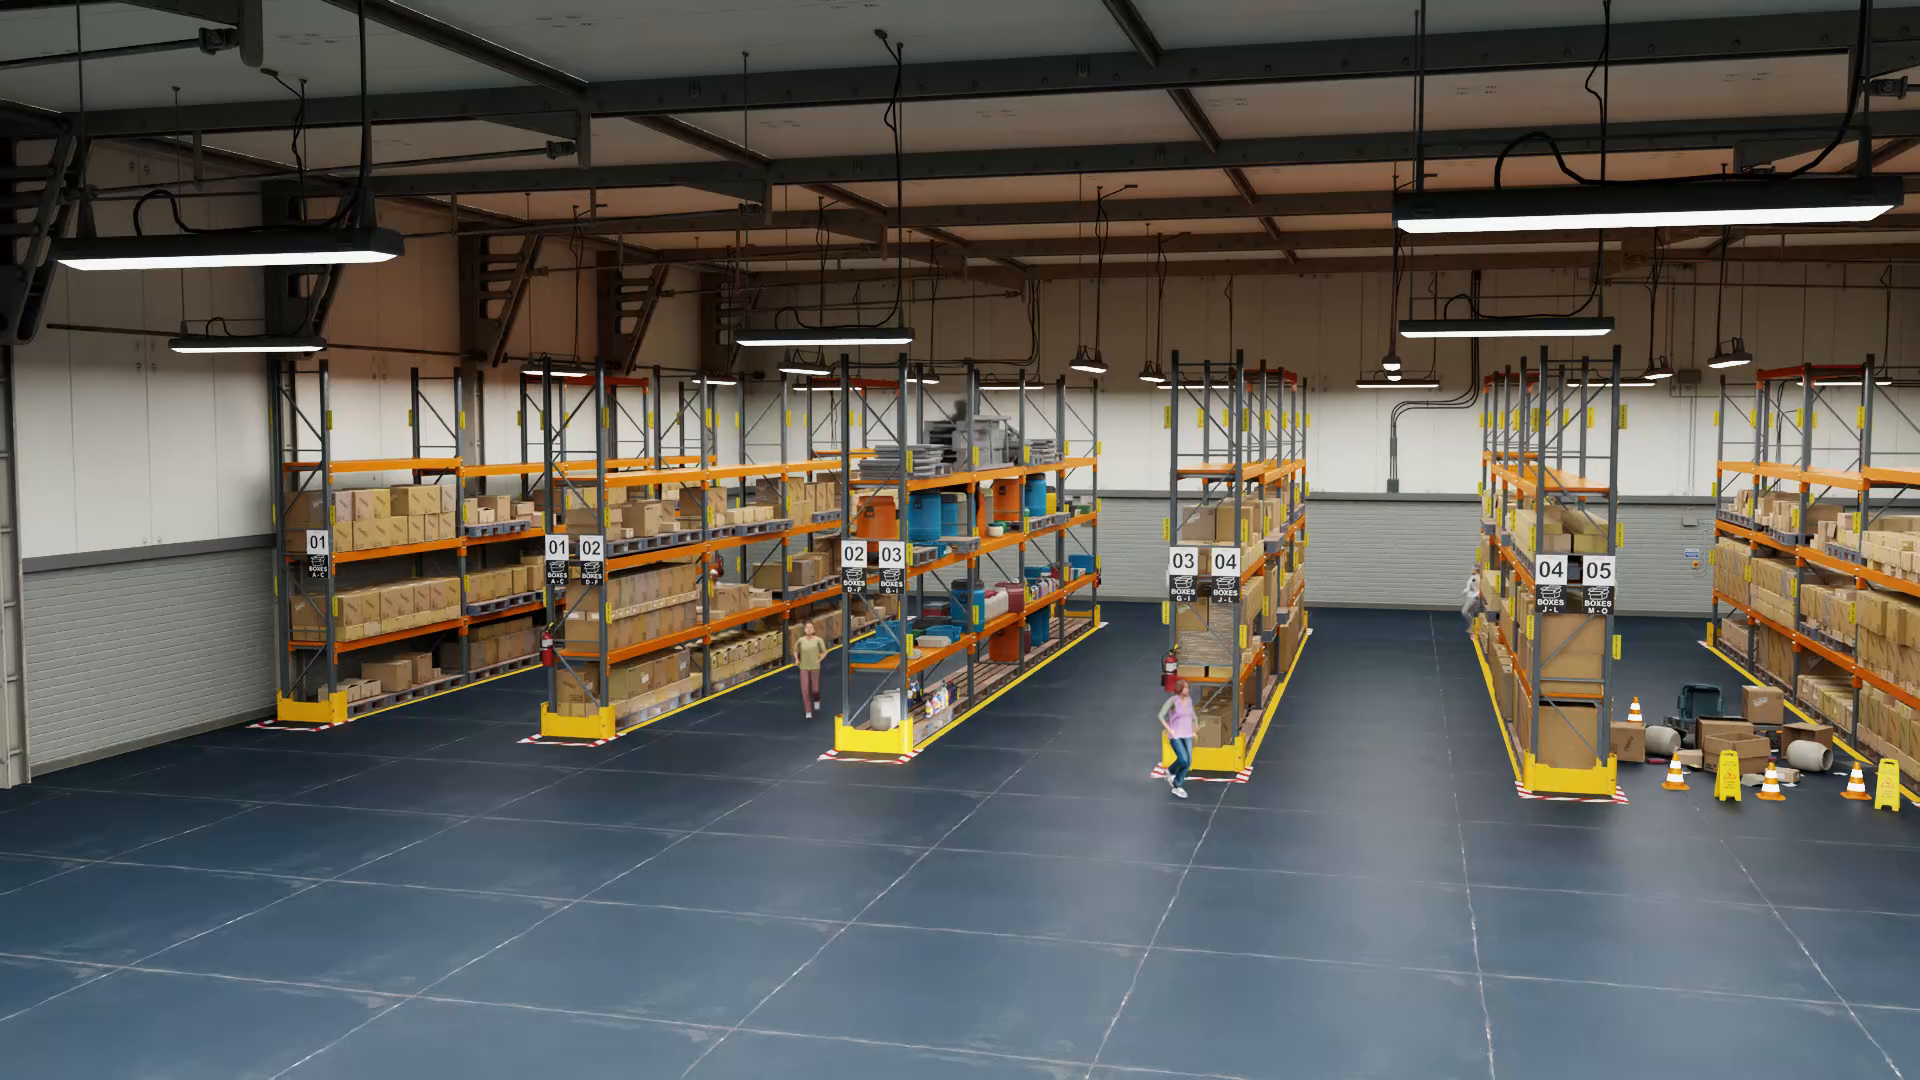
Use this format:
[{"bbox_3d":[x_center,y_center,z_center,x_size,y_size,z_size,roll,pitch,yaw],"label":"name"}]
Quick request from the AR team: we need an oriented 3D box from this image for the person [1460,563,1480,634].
[{"bbox_3d":[11.974,1.381,38.926,0.502,1.674,0.690,0,4,-1],"label":"person"}]

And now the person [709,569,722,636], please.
[{"bbox_3d":[-5.392,1.520,36.092,0.634,1.768,0.670,1,4,9],"label":"person"}]

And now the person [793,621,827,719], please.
[{"bbox_3d":[-2.539,2.172,28.056,0.581,1.621,0.646,0,4,1],"label":"person"}]

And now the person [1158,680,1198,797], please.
[{"bbox_3d":[2.947,2.642,22.165,0.567,1.567,0.482,-2,5,-26],"label":"person"}]
